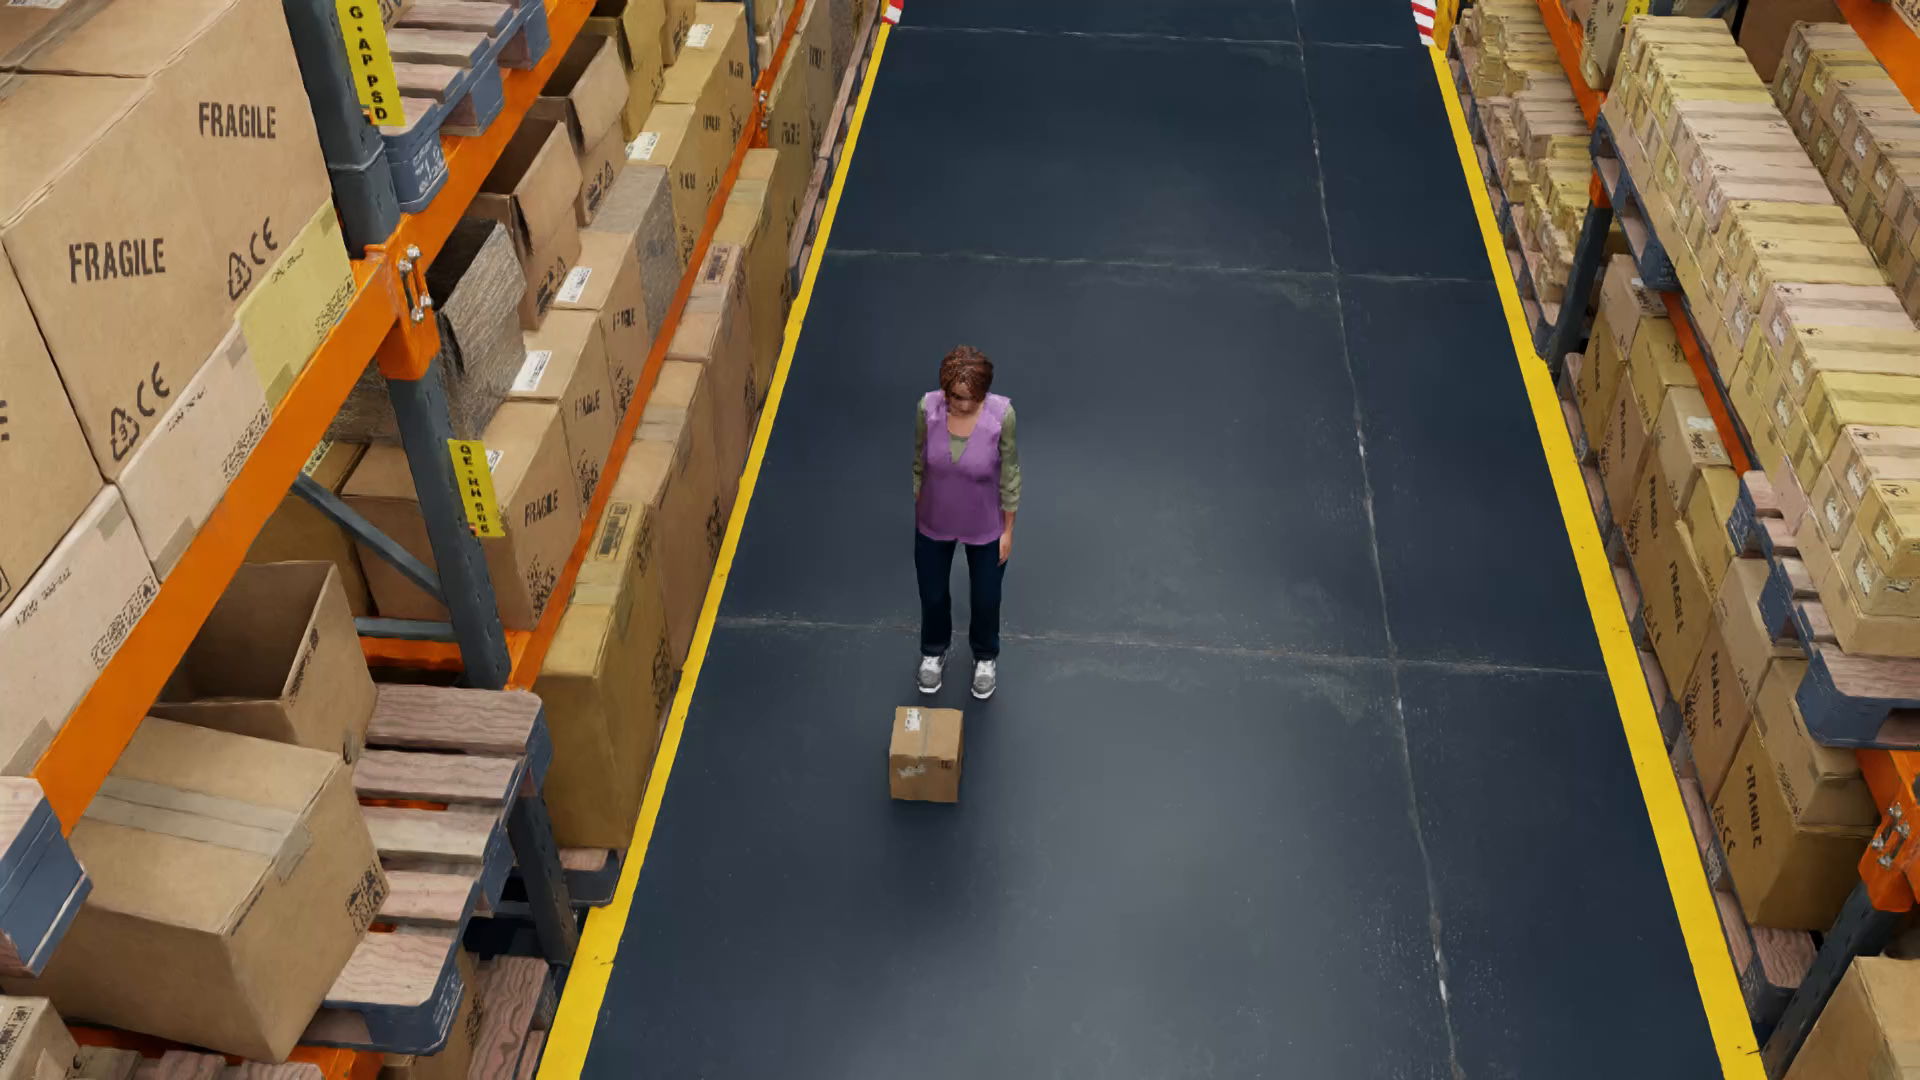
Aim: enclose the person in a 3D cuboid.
[{"bbox_3d":[0.024,-0.057,6.237,0.407,1.594,0.299,5,41,6],"label":"person"}]
